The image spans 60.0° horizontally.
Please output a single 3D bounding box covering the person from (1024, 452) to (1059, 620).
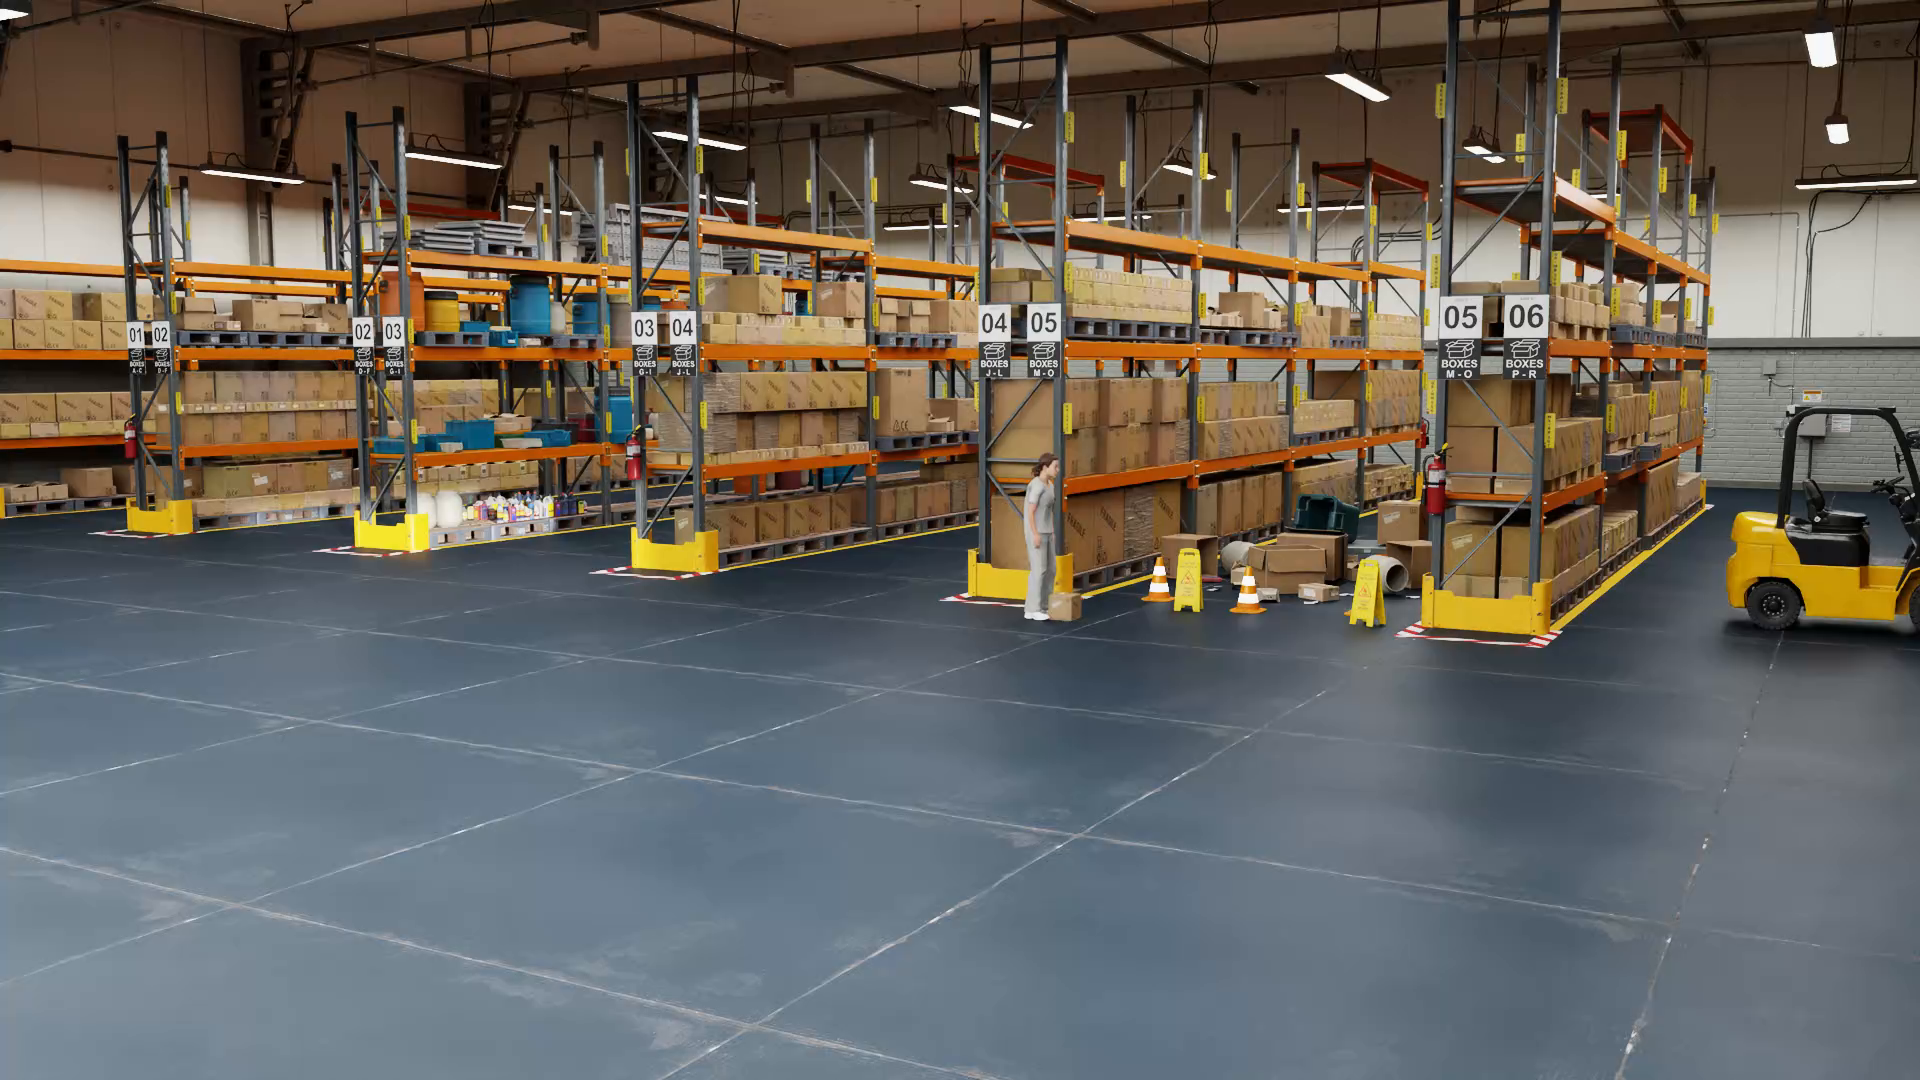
[{"bbox_3d":[0.832,-0.047,16.789,0.359,1.671,0.505,3,7,25],"label":"person"}]
